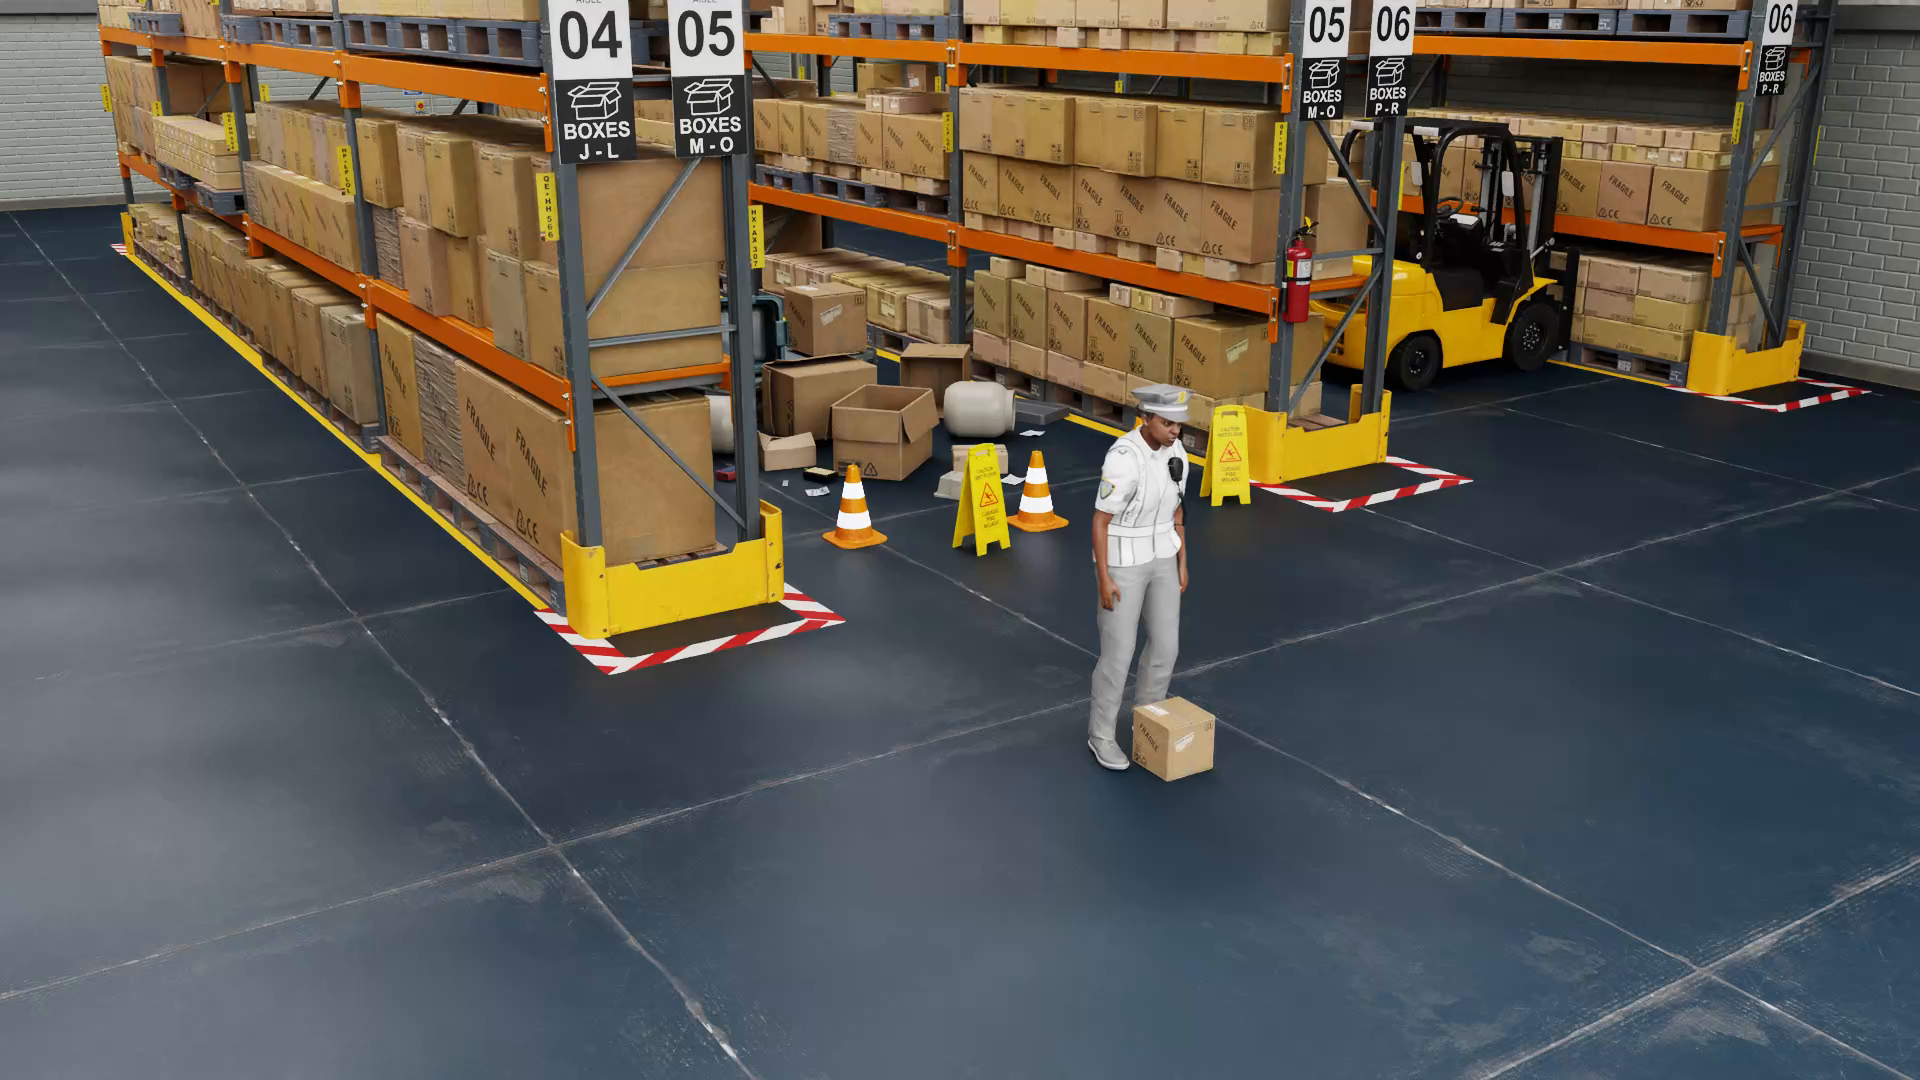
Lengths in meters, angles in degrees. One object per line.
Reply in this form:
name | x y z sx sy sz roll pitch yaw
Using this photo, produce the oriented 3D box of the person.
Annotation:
person | 0.777 0.133 7.158 0.505 1.657 0.394 -12 22 -33
